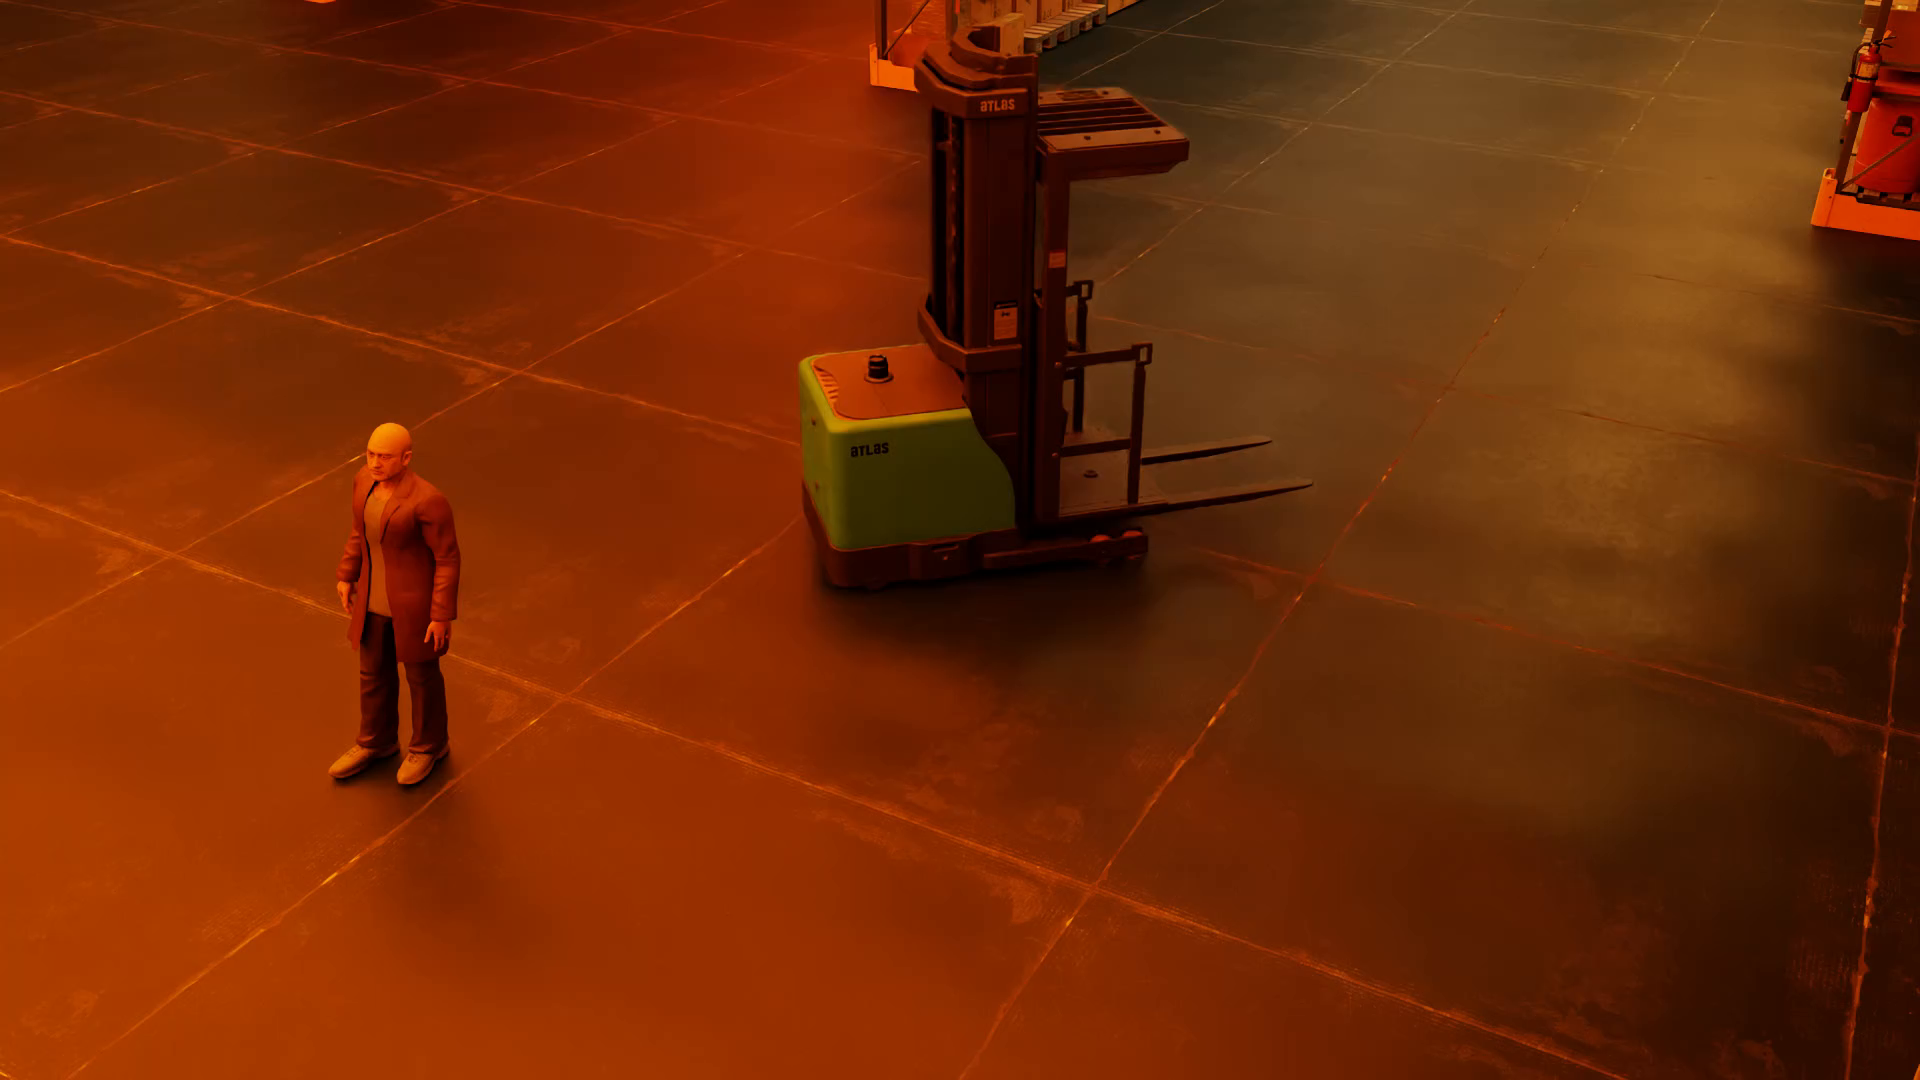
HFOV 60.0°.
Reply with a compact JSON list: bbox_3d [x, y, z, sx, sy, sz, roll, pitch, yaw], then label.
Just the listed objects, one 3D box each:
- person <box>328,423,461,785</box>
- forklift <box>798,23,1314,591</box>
[{"bbox_3d":[-2.633,0.327,7.643,0.698,1.777,0.580,15,33,24],"label":"person"},{"bbox_3d":[0.614,-1.379,9.461,3.031,2.935,1.130,-8,31,-13],"label":"forklift"}]
